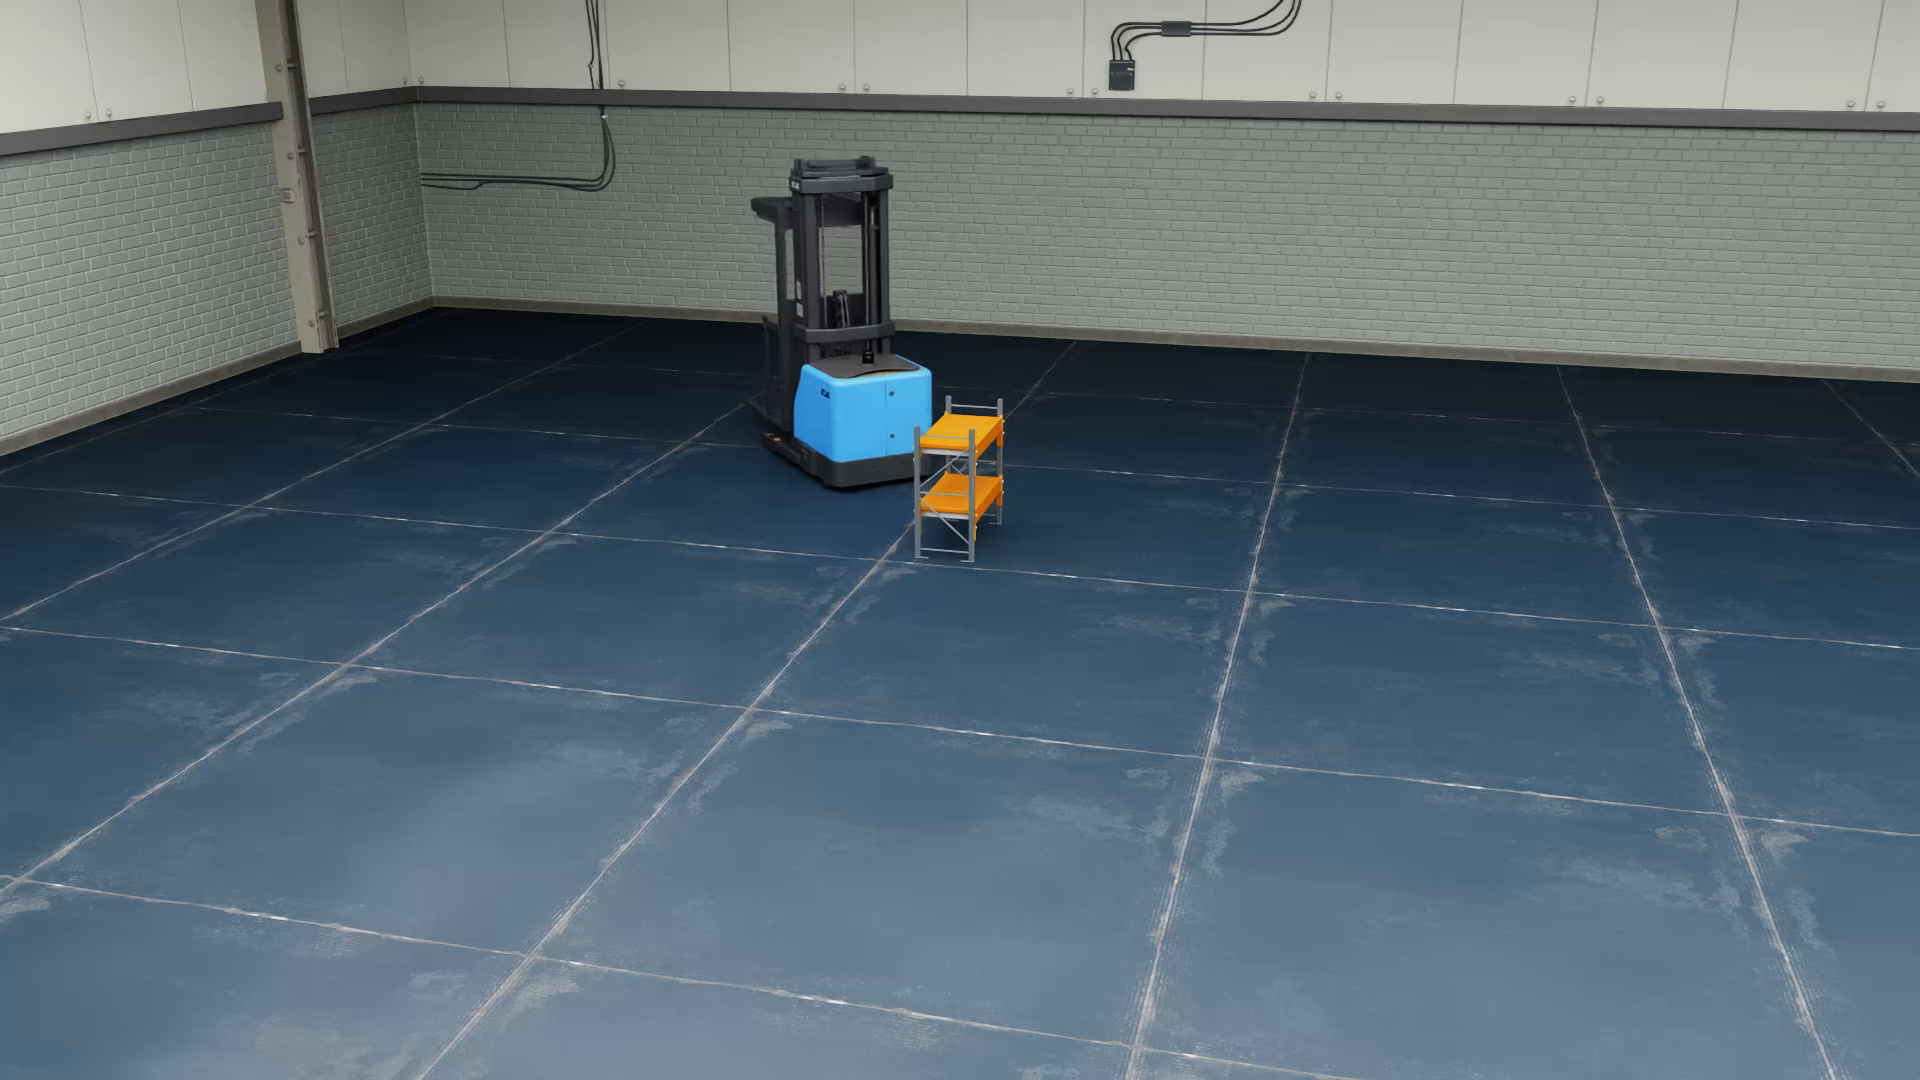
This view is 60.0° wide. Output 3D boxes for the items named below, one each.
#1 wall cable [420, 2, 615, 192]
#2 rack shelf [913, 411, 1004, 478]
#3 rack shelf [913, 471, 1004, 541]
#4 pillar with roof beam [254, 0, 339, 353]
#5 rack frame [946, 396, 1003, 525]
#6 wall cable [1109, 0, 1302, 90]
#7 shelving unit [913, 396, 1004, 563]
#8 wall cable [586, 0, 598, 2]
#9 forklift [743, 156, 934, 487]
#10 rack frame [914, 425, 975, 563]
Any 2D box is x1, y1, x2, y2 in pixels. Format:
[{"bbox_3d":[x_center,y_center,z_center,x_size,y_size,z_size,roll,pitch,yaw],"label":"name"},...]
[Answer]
[{"bbox_3d":[-6.220,-6.056,22.799,3.097,2.526,0.112,5,19,13],"label":"wall cable"},{"bbox_3d":[-0.002,-0.807,13.905,0.538,0.278,1.000,5,19,13],"label":"rack shelf"},{"bbox_3d":[-0.002,-0.299,14.079,0.538,0.278,1.000,5,19,13],"label":"rack shelf"},{"bbox_3d":[-4.048,-6.366,18.904,9.100,9.000,0.400,5,19,13],"label":"pillar with roof beam"},{"bbox_3d":[0.123,-0.690,14.466,0.500,1.125,0.032,5,19,13],"label":"rack frame"},{"bbox_3d":[2.982,-8.380,19.537,2.305,6.003,0.169,5,19,13],"label":"wall cable"},{"bbox_3d":[-0.002,-0.530,14.000,0.538,1.125,1.048,5,19,13],"label":"shelving unit"},{"bbox_3d":[-3.597,-8.232,21.357,3.097,2.526,0.112,5,19,13],"label":"wall cable"},{"bbox_3d":[-1.363,-2.310,16.416,1.130,2.935,3.031,-9,21,-25],"label":"forklift"},{"bbox_3d":[-0.126,-0.371,13.533,0.500,1.125,0.032,5,19,13],"label":"rack frame"}]
